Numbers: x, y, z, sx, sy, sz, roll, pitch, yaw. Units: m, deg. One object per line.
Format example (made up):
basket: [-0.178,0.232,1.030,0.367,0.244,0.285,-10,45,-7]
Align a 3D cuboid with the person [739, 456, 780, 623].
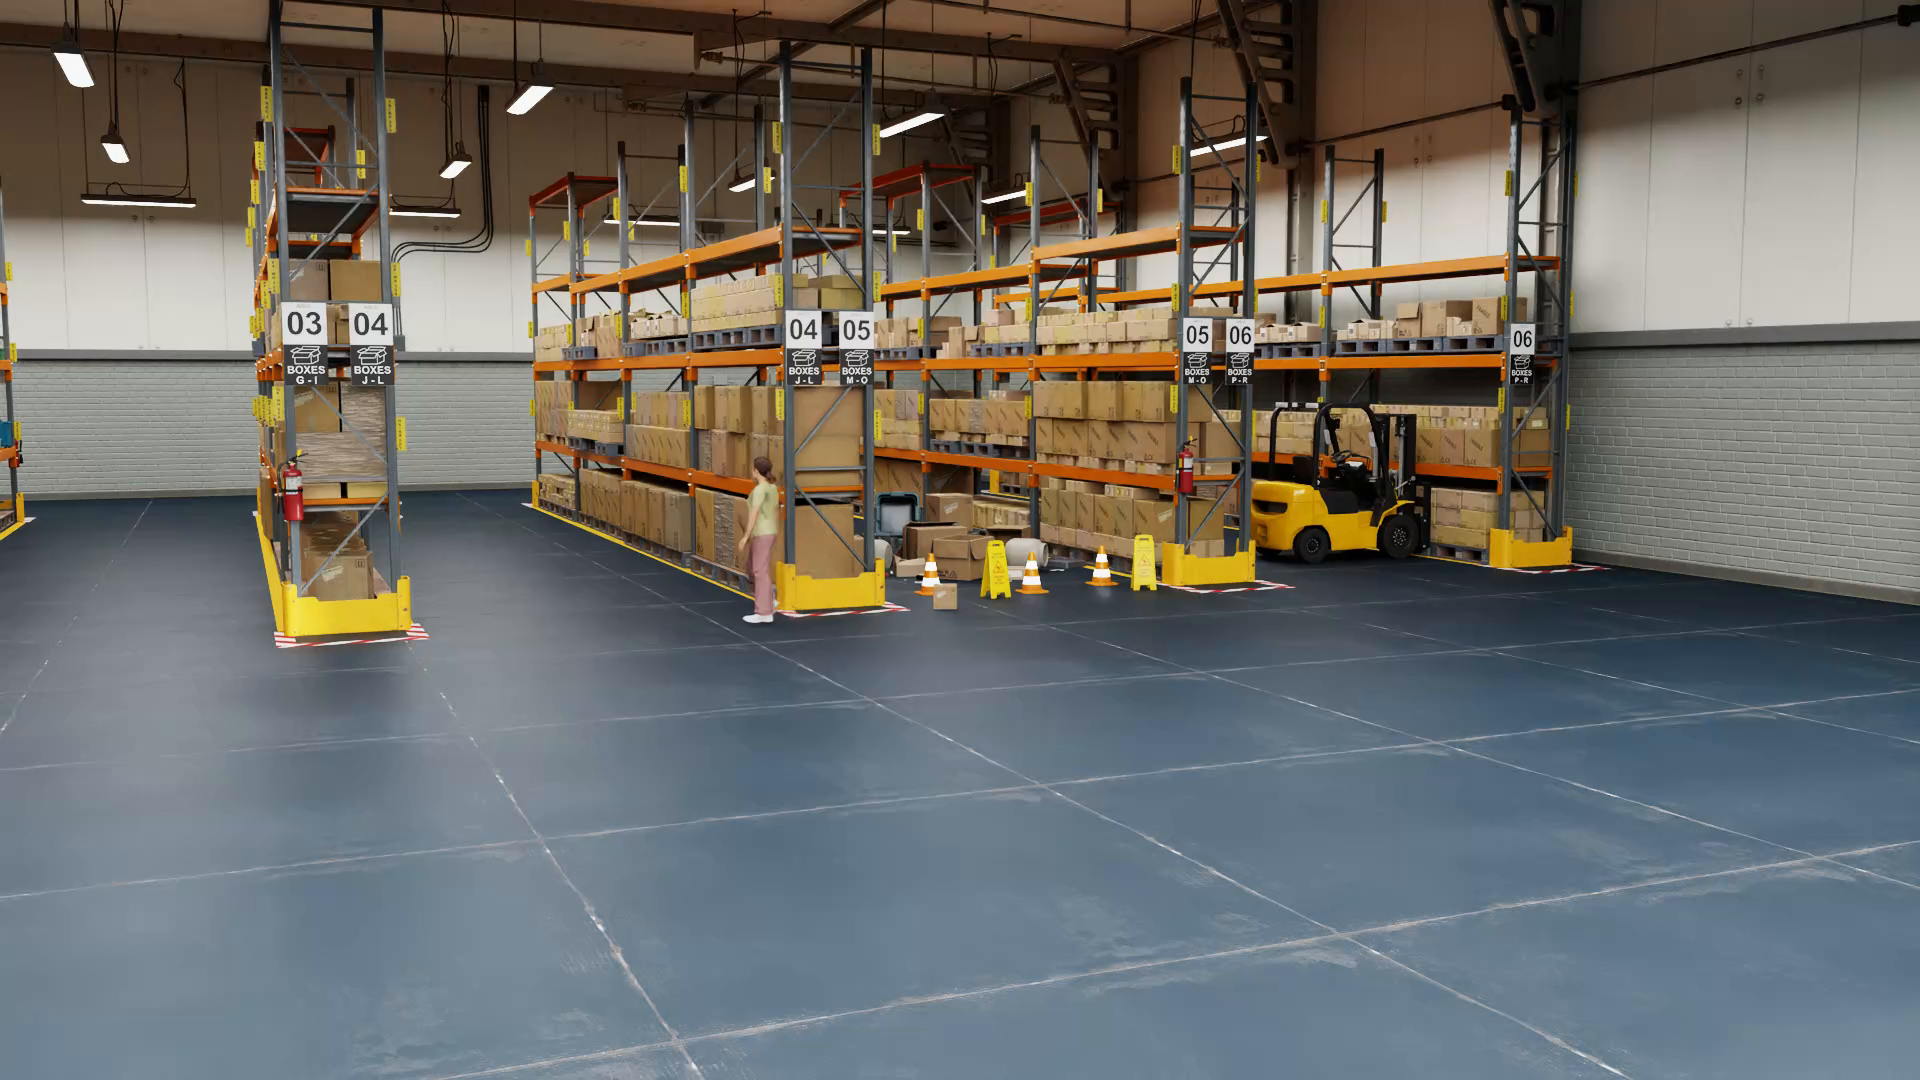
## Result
person: [-2.028,-0.008,16.861,0.390,1.679,0.500,1,6,7]
